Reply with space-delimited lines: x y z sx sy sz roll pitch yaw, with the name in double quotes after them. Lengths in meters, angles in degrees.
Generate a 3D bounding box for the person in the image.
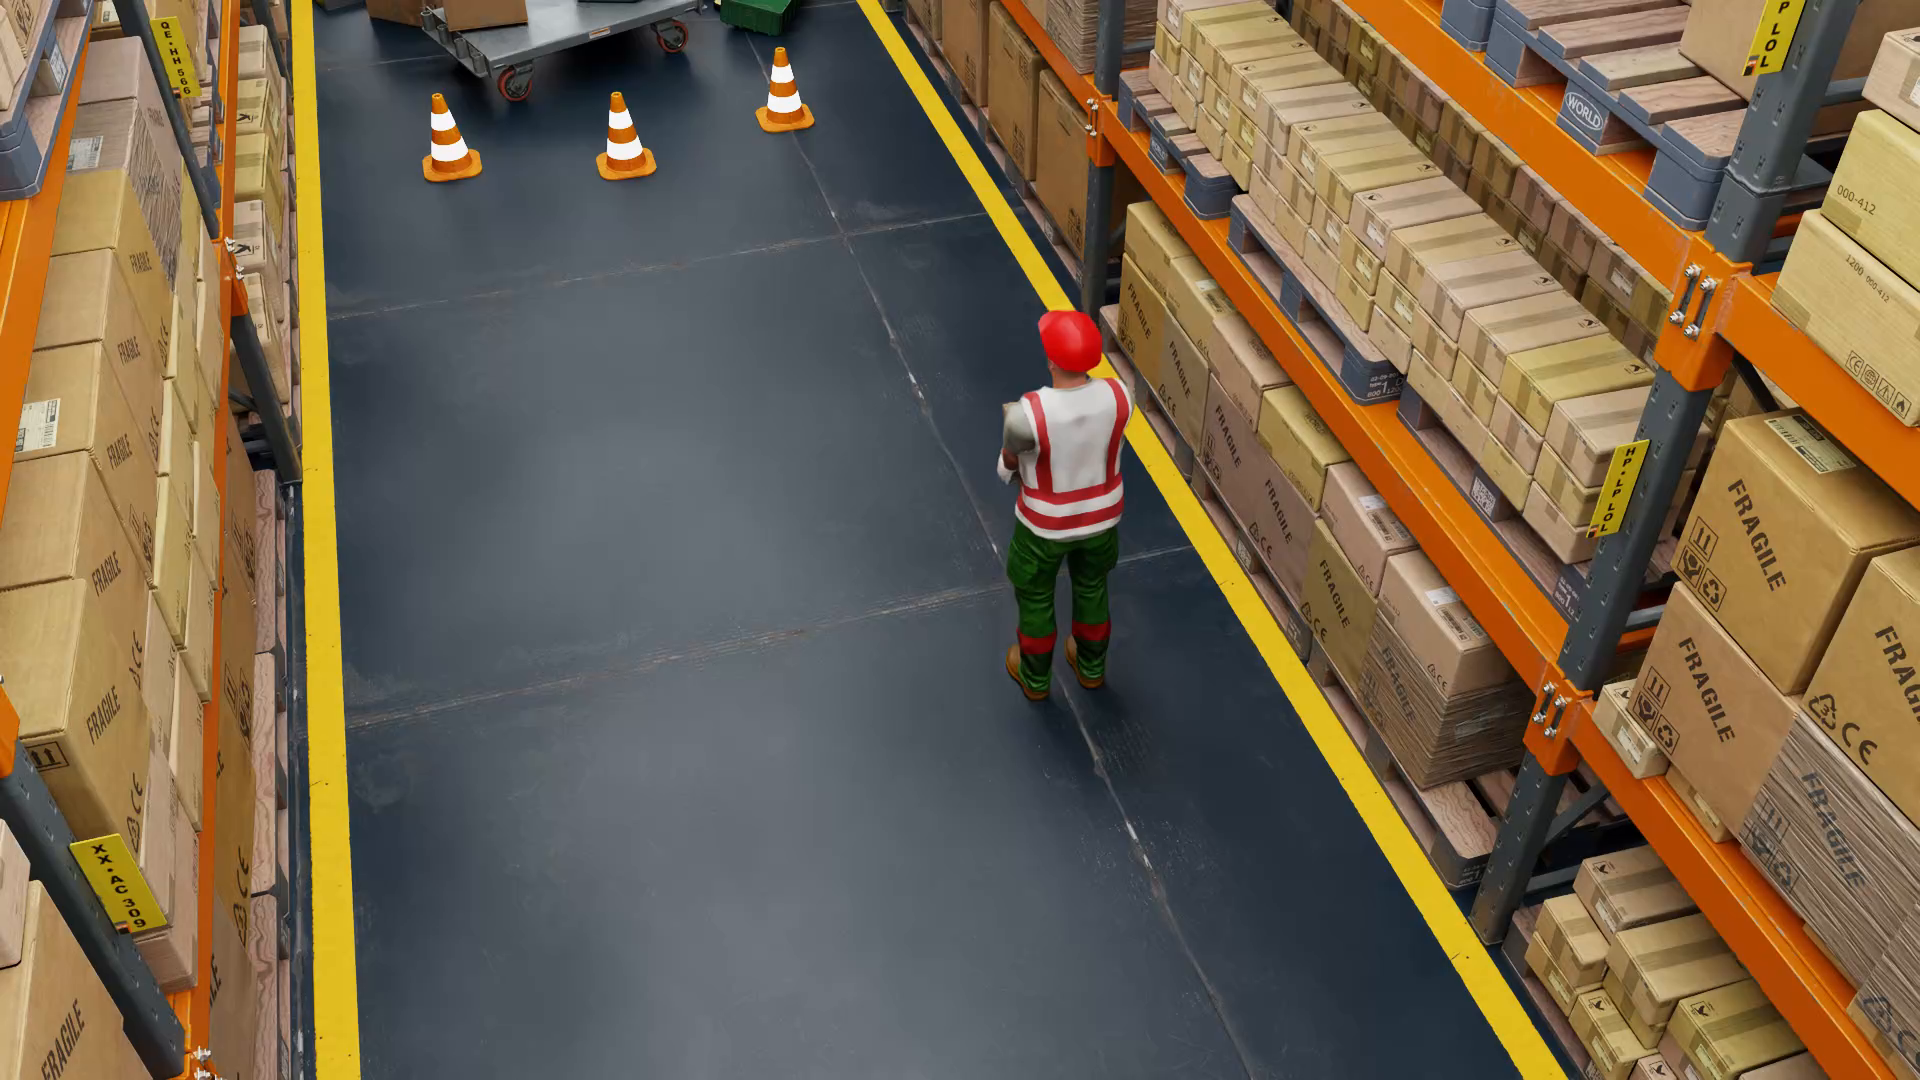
0.362 -0.165 6.326 0.495 1.786 0.564 -12 43 -13 "person"
